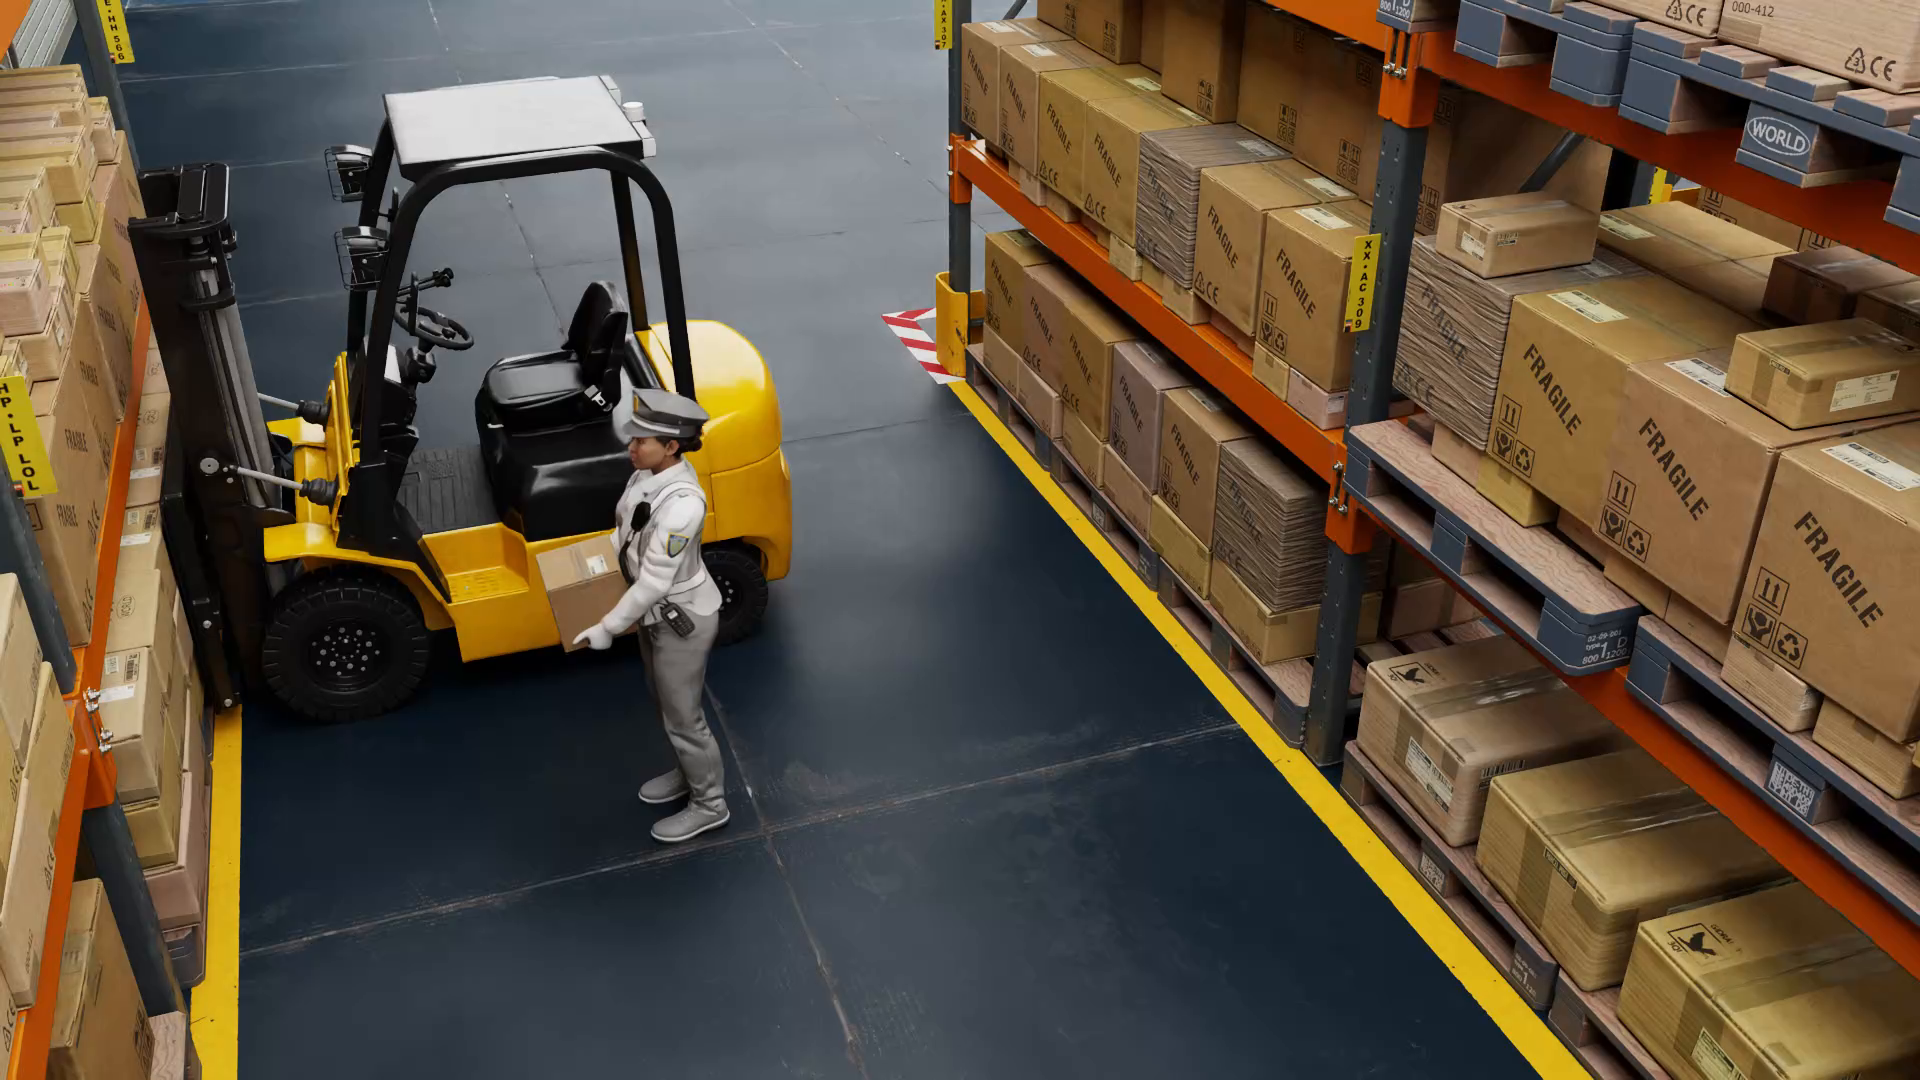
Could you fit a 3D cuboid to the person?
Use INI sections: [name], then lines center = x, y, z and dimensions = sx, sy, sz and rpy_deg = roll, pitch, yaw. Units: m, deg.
[person]
center = -1.063, 0.270, 5.641
dimensions = 0.530, 1.691, 0.446
rpy_deg = -11, 32, -18
